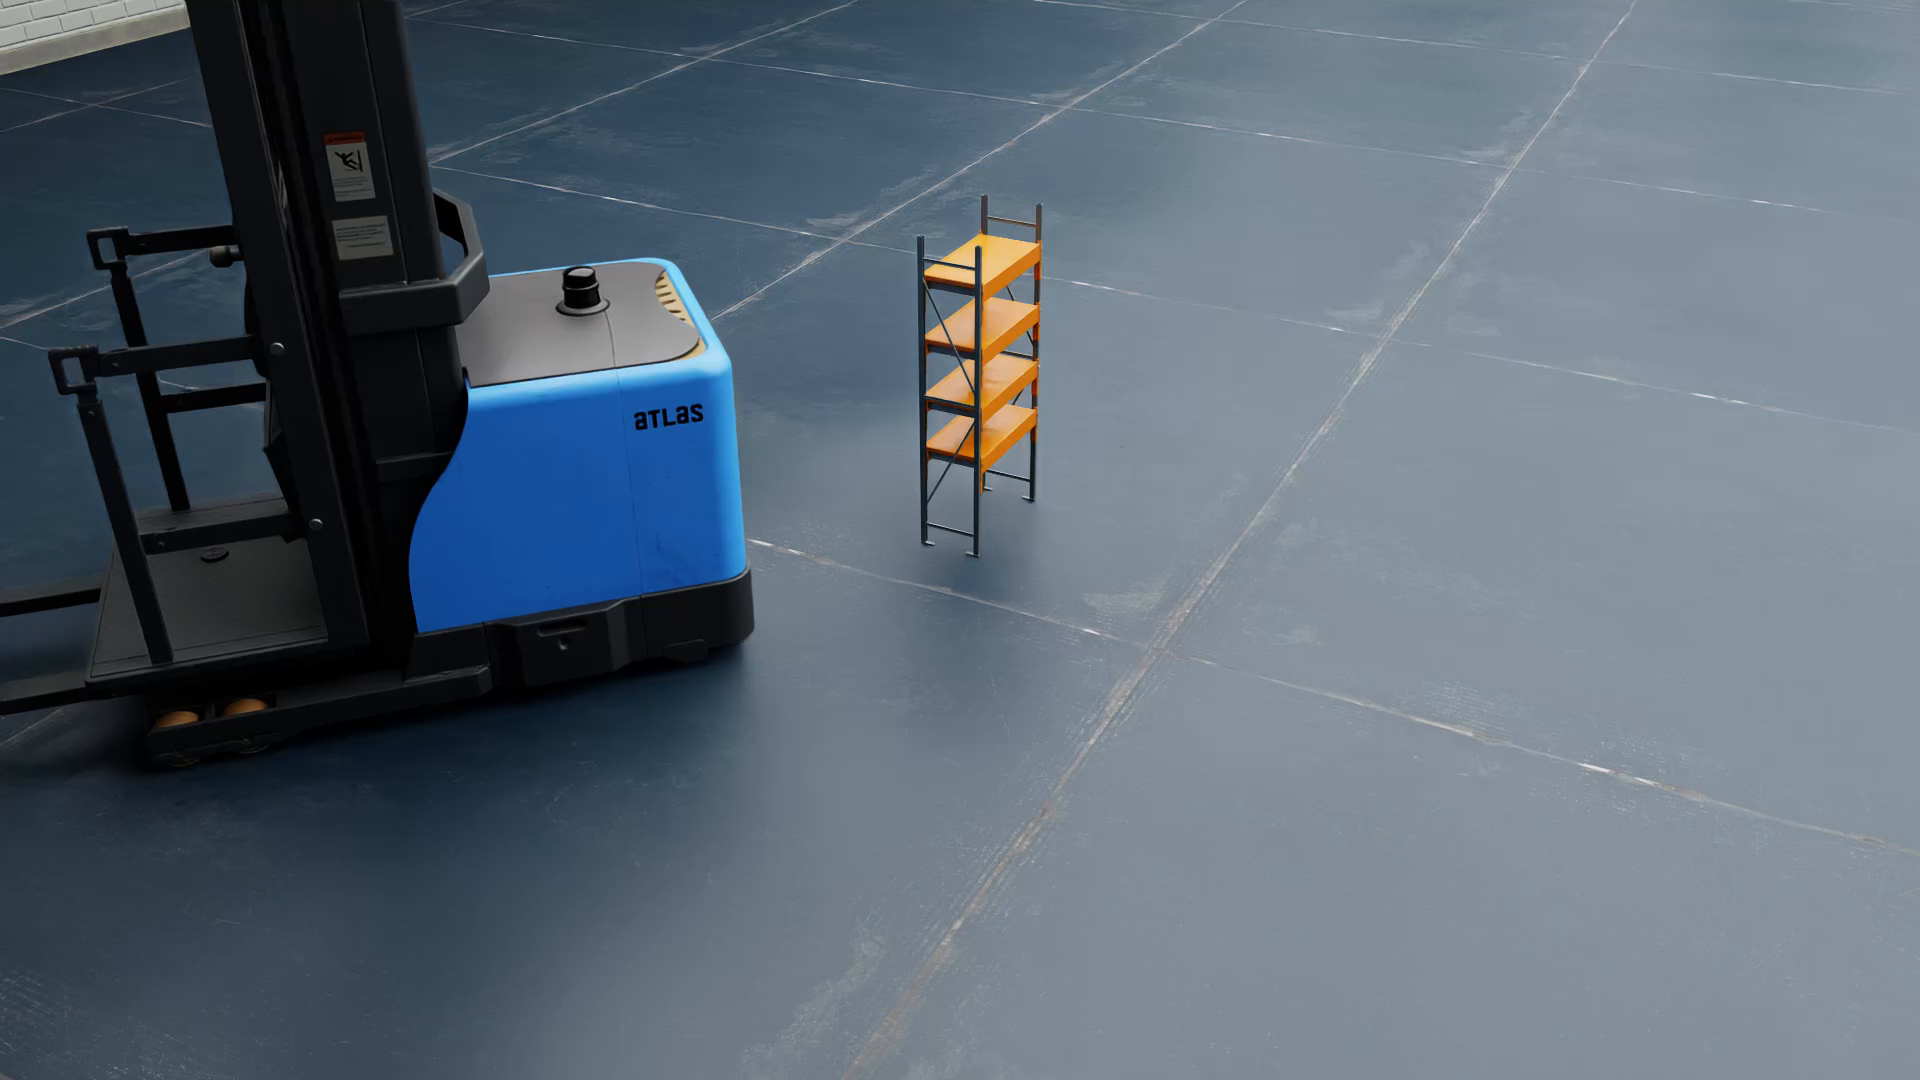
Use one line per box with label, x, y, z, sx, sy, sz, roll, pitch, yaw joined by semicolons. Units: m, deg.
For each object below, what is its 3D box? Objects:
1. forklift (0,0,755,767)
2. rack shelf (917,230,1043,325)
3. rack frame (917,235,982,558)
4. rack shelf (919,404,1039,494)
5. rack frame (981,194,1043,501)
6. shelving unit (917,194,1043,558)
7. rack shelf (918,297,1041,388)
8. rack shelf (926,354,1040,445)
forklift;-2.264;-0.879;4.838;3.031;2.935;1.130;-10;31;-17
rack shelf;0.075;-0.934;5.883;0.258;0.148;0.480;14;33;23
rack frame;-0.036;-0.486;5.891;0.240;1.200;0.015;14;33;23
rack shelf;0.075;-0.363;6.211;0.258;0.148;0.480;14;33;23
rack frame;0.187;-0.702;6.267;0.240;1.200;0.015;14;33;23
shelving unit;0.075;-0.594;6.079;0.258;1.200;0.503;14;33;23
rack shelf;0.075;-0.729;6.001;0.258;0.148;0.480;14;33;23
rack shelf;0.075;-0.535;6.113;0.258;0.148;0.480;14;33;23
